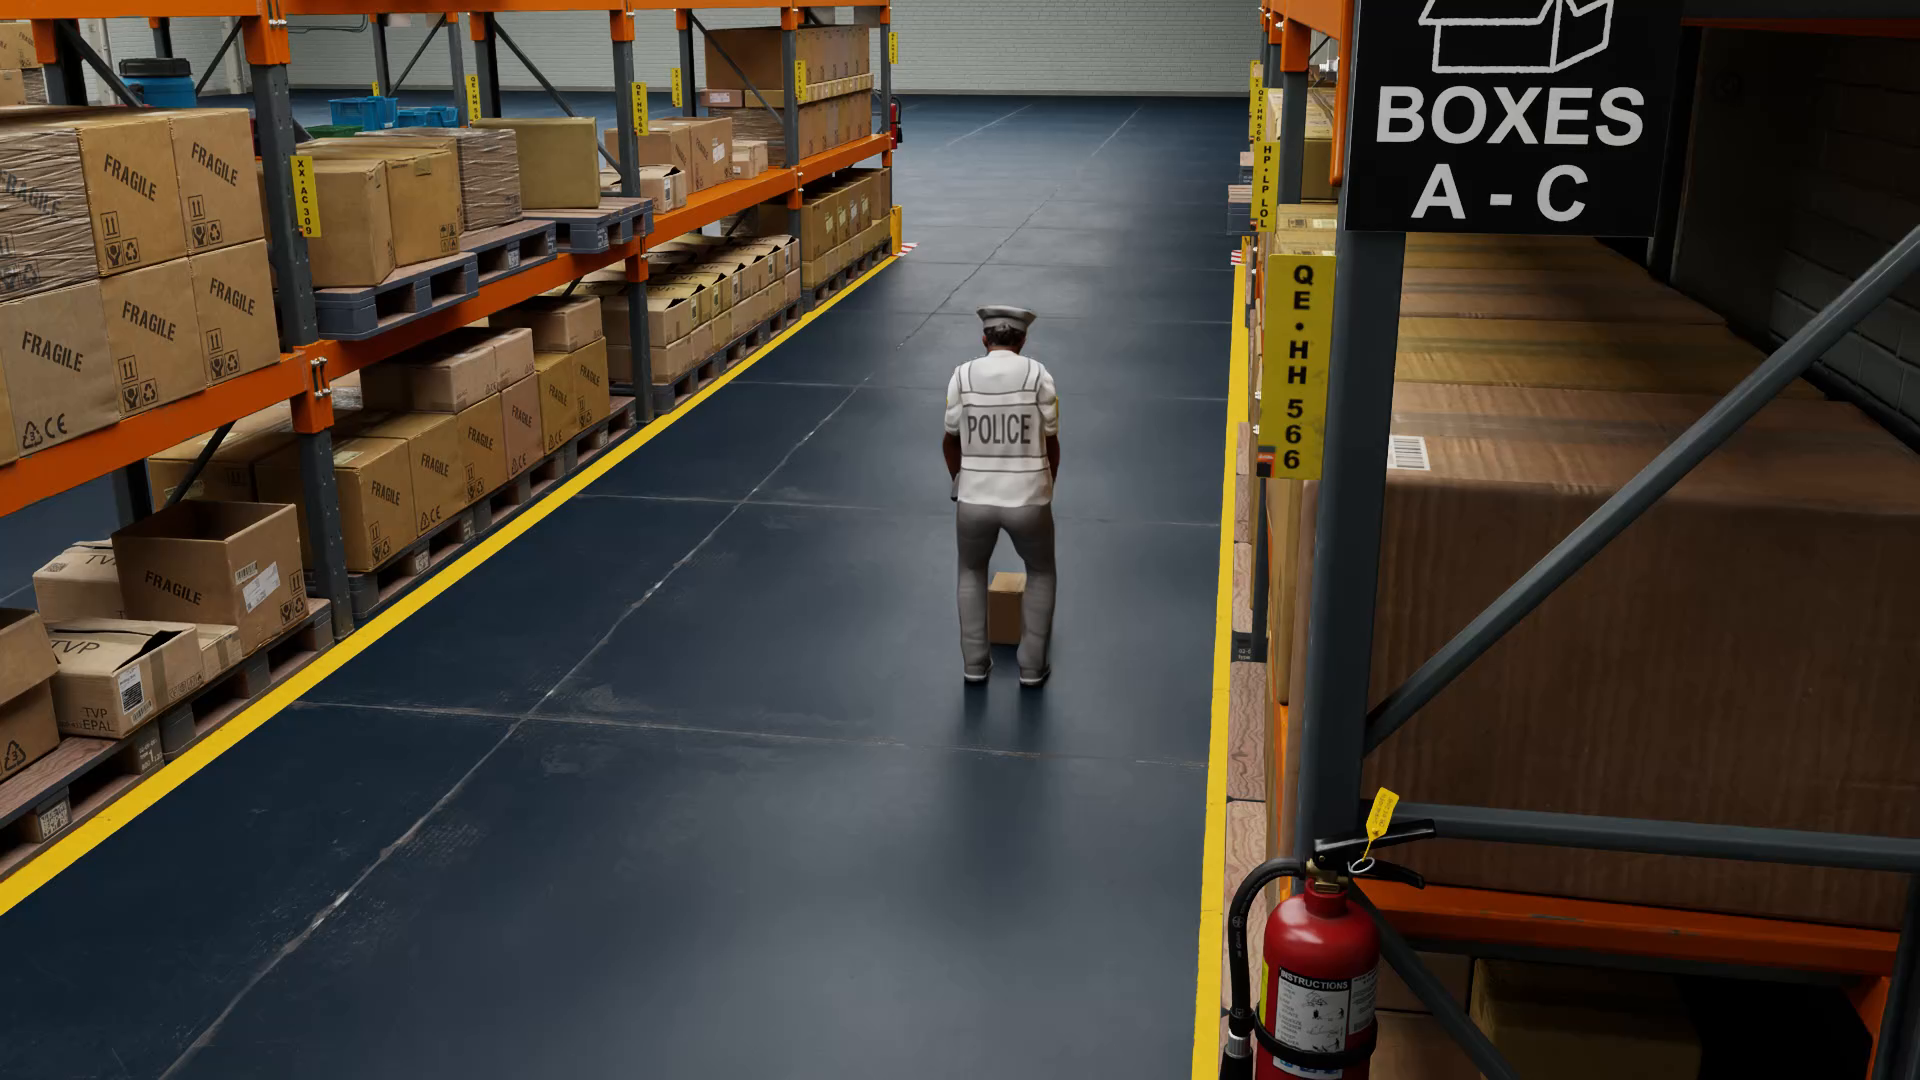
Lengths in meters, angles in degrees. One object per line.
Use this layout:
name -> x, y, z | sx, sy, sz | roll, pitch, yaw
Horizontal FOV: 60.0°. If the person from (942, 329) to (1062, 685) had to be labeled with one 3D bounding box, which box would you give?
person -> 0.163, -0.126, 6.822 | 0.493, 1.440, 0.670 | 3, 18, 9
